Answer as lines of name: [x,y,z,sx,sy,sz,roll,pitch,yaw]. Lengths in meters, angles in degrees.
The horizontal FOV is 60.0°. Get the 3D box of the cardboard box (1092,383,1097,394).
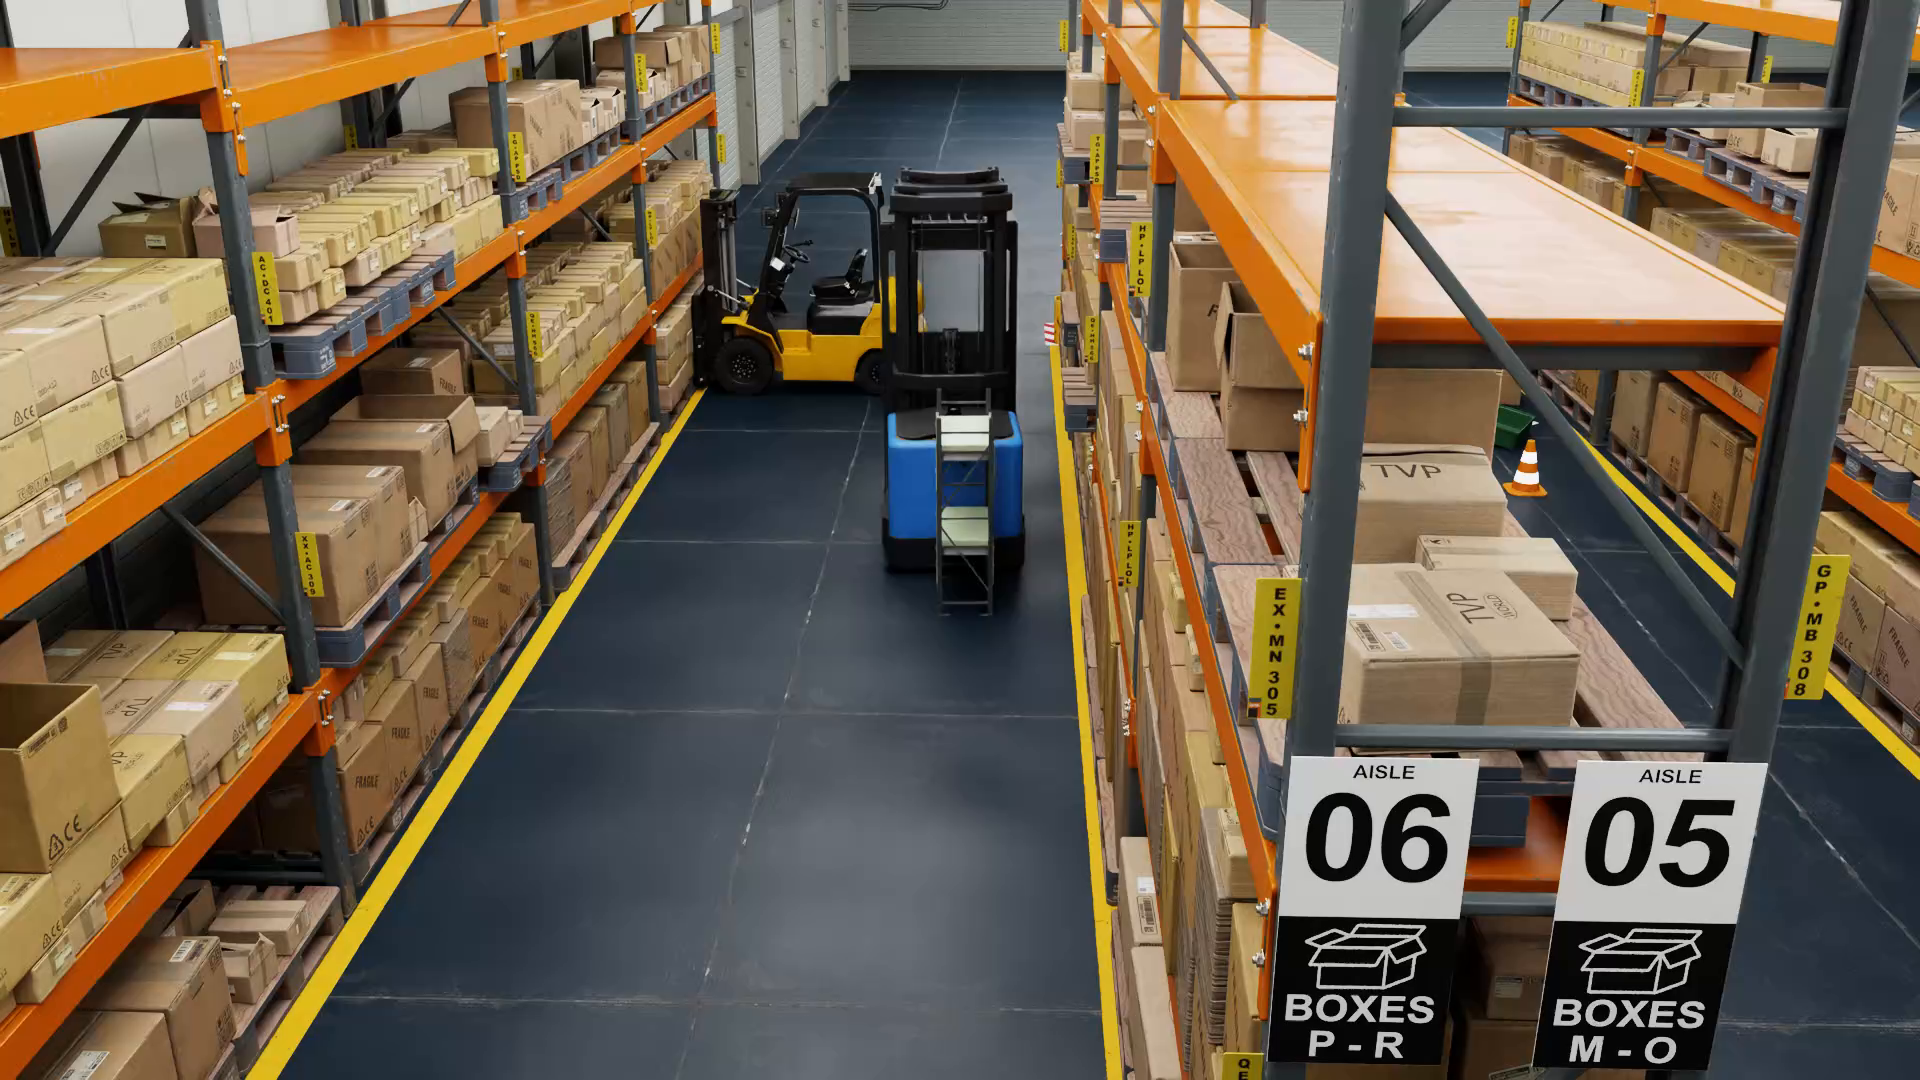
cardboard box: [1.164,-1.173,12.171,0.380,0.149,0.250,1,21,2]

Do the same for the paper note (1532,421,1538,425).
paper note: [5.642,-1.173,16.508,0.147,0.020,0.142,-16,26,-35]

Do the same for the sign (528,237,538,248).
sign: [-3.941,-2.821,15.346,0.100,0.325,0.005,1,21,2]

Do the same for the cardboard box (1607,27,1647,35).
cardboard box: [6.954,-5.243,17.275,0.380,0.149,0.250,1,21,3]

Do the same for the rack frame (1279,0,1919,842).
rack frame: [1.210,-0.779,3.098,1.000,3.000,0.127,1,21,2]

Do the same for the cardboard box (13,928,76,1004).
cardboard box: [-3.378,1.500,5.863,0.380,0.149,0.250,0,21,0]

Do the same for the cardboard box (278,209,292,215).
cardboard box: [-3.702,-1.627,8.646,0.380,0.149,0.250,0,21,0]

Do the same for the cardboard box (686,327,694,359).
cardboard box: [-3.023,-2.057,17.213,0.500,0.250,0.500,0,21,1]

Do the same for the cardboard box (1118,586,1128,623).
cardboard box: [1.110,0.292,8.837,0.500,0.250,0.500,0,21,1]

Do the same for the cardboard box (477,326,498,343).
cardboard box: [-3.758,-1.442,12.615,0.500,0.250,0.500,1,21,2]

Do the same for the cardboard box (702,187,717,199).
cardboard box: [-3.017,-3.687,18.746,0.500,0.500,0.500,0,21,0]

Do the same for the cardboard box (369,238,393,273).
cardboard box: [-3.194,-1.479,8.676,0.380,0.149,0.250,0,21,1]

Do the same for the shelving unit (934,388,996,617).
shelving unit: [0.032,-0.280,12.172,0.431,1.500,0.755,0,22,-1]

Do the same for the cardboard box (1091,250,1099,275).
cardboard box: [1.222,-2.153,12.905,0.380,0.149,0.250,0,21,-1]

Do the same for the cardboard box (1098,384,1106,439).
cardboard box: [1.191,-0.858,11.109,0.500,0.250,0.500,0,21,1]

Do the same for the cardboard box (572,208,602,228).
cardboard box: [-3.629,-3.071,15.852,0.380,0.149,0.250,0,21,0]

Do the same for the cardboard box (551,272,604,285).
cardboard box: [-3.184,-2.135,13.851,0.380,0.149,0.250,1,21,2]

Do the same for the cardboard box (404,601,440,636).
cardboard box: [-3.396,0.488,10.104,0.380,0.149,0.250,1,21,2]

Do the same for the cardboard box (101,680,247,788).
cardboard box: [-3.401,0.817,7.072,0.500,0.250,0.500,1,21,2]

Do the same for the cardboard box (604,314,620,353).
cardboard box: [-3.195,-1.759,14.122,0.500,0.250,0.500,1,21,2]

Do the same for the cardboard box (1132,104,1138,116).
cardboard box: [1.682,-3.450,13.754,0.500,0.250,0.500,1,21,2]

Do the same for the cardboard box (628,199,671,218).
cardboard box: [-3.053,-3.254,16.323,0.380,0.149,0.250,1,21,3]

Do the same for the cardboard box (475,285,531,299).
cardboard box: [-3.673,-1.953,13.380,0.380,0.149,0.250,1,21,3]

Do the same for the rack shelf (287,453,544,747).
rack shelf: [-3.569,0.130,10.041,1.077,0.370,4.000,1,21,2]

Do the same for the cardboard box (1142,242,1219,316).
cardboard box: [1.149,-1.303,8.135,0.500,0.311,0.500,1,21,2]

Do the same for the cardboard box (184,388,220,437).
cardboard box: [-3.356,-0.542,6.979,0.380,0.149,0.250,1,21,1]

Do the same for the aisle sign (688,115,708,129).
aisle sign: [-2.969,-5.053,18.812,0.394,0.787,0.004,1,21,2]

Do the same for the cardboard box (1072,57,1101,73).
cardboard box: [1.338,-4.839,16.953,0.380,0.149,0.250,1,21,3]

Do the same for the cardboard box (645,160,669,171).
cardboard box: [-3.488,-4.190,18.734,0.380,0.149,0.250,0,21,1]

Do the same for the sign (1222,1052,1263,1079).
sign: [0.668,1.356,3.959,0.100,0.325,0.005,1,21,2]

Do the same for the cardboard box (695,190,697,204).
cardboard box: [-3.022,-3.669,17.803,0.380,0.149,0.250,0,21,0]

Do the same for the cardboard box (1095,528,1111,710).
cardboard box: [1.318,0.491,10.474,0.875,0.875,0.875,1,21,2]

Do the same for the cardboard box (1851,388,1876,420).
cardboard box: [6.189,-0.902,11.063,0.380,0.149,0.250,2,21,4]

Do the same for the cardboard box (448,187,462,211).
cardboard box: [-3.339,-2.124,10.365,0.380,0.149,0.250,1,21,3]

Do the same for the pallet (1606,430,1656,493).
pallet: [6.578,-0.724,15.102,1.003,0.211,1.213,1,21,2]

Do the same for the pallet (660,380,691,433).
pallet: [-3.320,-1.362,16.747,1.003,0.211,1.213,1,21,2]

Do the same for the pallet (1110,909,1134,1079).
pallet: [1.231,2.145,7.708,1.003,0.211,1.213,1,21,2]

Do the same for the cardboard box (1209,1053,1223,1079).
cardboard box: [0.961,1.793,4.622,0.500,0.500,0.500,1,21,2]

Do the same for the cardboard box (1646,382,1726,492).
cardboard box: [6.564,-0.876,14.170,1.050,0.750,0.750,1,21,2]

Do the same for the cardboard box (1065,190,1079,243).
cardboard box: [1.379,-3.413,17.630,0.500,0.500,0.500,0,21,1]

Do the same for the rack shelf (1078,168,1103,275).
rack shelf: [1.515,-2.661,13.089,1.077,0.370,4.000,1,21,2]

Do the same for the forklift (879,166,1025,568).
forklift: [-0.101,-1.639,13.702,1.130,2.935,3.031,-1,21,-3]

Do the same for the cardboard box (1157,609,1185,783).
cardboard box: [1.027,0.596,6.327,0.500,0.500,0.500,1,21,3]

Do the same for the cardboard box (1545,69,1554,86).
cardboard box: [6.287,-4.788,17.204,0.380,0.149,0.250,1,21,2]

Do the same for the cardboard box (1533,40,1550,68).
cardboard box: [6.362,-5.104,17.467,0.500,0.250,0.500,0,21,1]

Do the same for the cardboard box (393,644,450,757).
cardboard box: [-3.364,0.942,9.830,0.500,0.500,0.500,0,21,0]

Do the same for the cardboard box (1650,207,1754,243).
cardboard box: [6.517,-2.637,14.657,0.700,0.500,0.500,0,21,1]

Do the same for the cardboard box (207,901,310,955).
cardboard box: [-3.353,1.856,7.960,0.380,0.149,0.250,0,21,0]

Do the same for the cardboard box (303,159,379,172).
cardboard box: [-3.838,-2.271,10.333,0.380,0.149,0.250,1,21,1]

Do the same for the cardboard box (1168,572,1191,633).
cardboard box: [1.000,0.238,6.352,0.380,0.149,0.250,0,21,0]

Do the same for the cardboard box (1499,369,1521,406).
cardboard box: [5.548,-1.712,17.246,0.500,0.500,0.500,4,22,11]

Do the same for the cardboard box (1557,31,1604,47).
cardboard box: [6.280,-5.068,16.824,0.380,0.149,0.250,0,21,1]

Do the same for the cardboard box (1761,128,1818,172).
cardboard box: [6.136,-2.838,11.954,0.500,0.311,0.500,1,21,2]

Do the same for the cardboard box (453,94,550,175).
cardboard box: [-3.242,-2.875,11.788,0.500,0.500,0.500,1,21,2]

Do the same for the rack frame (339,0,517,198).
rack frame: [-3.508,-3.725,10.690,1.000,3.000,0.127,1,21,2]

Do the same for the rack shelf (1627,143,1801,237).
rack shelf: [6.465,-2.643,13.043,1.077,0.370,4.000,1,21,2]

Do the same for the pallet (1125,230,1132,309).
pallet: [1.456,-1.548,9.486,1.003,0.211,1.213,2,21,4]
